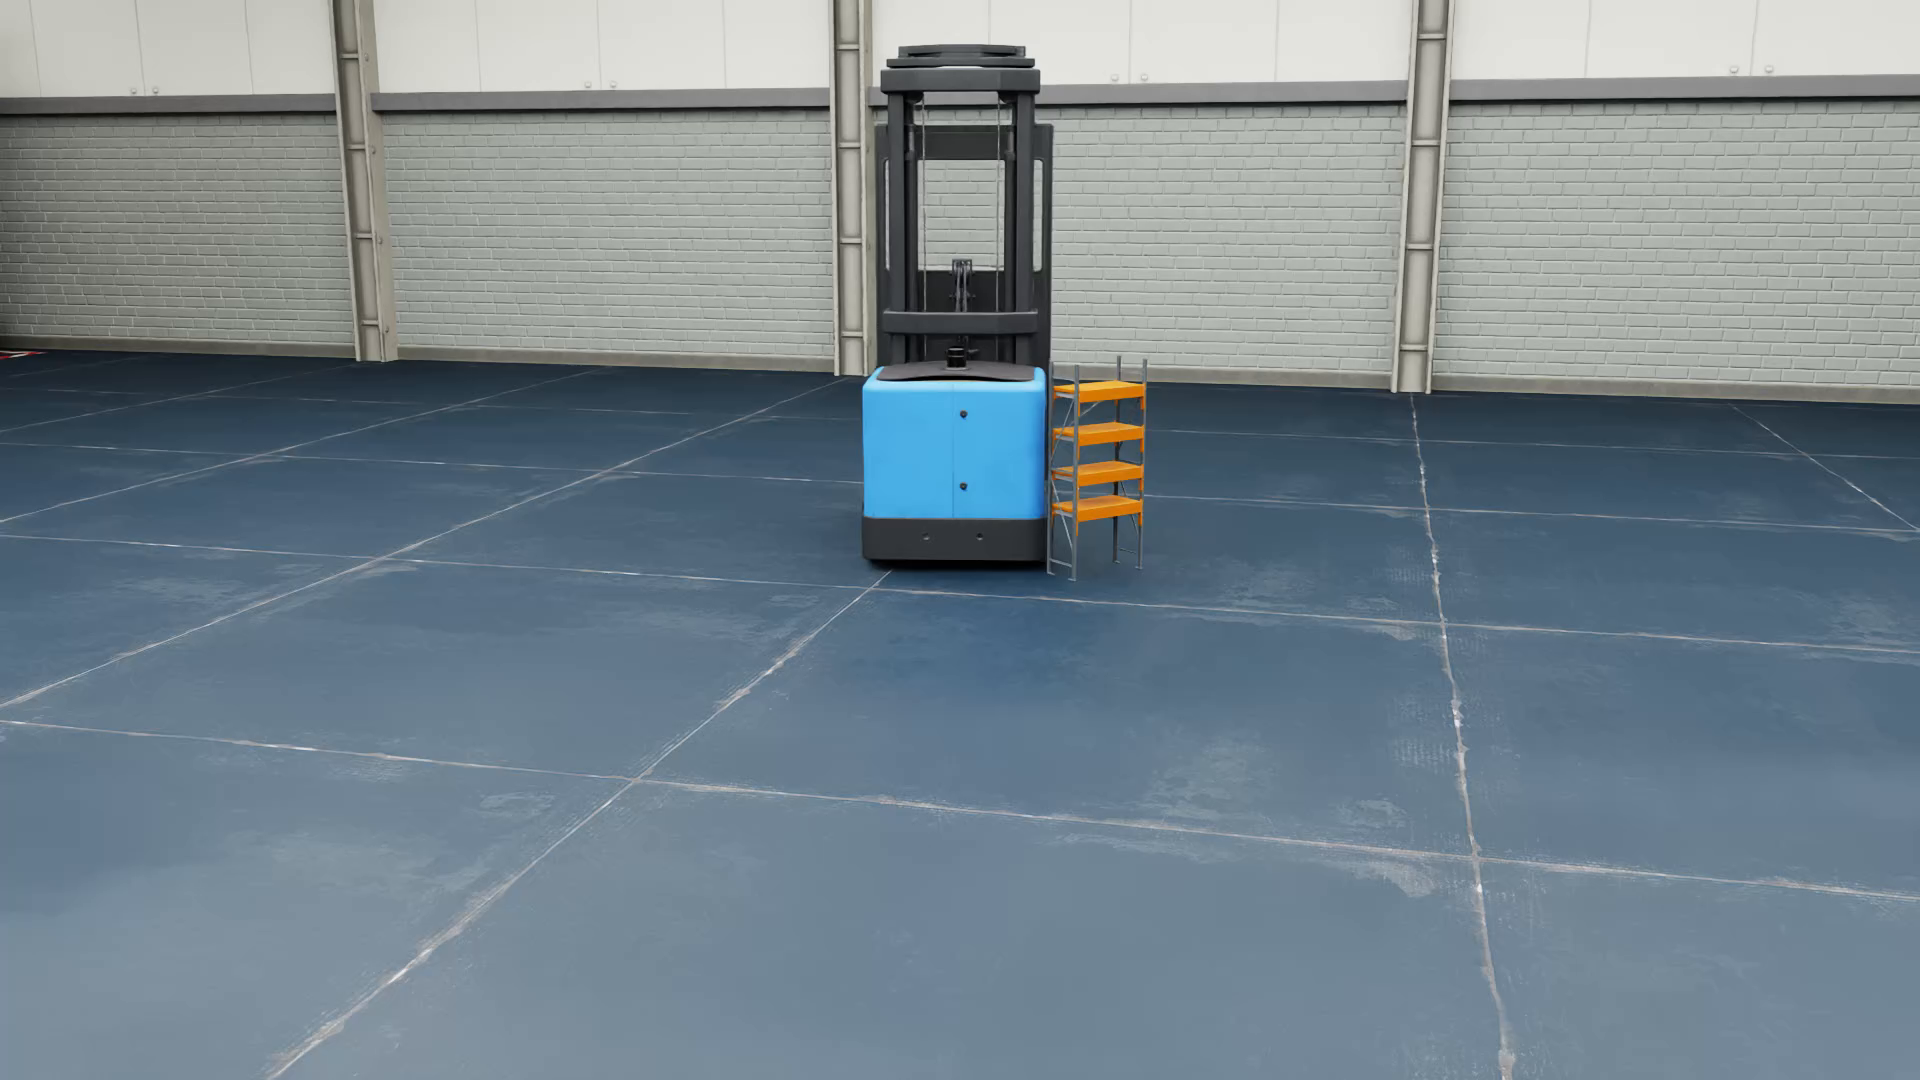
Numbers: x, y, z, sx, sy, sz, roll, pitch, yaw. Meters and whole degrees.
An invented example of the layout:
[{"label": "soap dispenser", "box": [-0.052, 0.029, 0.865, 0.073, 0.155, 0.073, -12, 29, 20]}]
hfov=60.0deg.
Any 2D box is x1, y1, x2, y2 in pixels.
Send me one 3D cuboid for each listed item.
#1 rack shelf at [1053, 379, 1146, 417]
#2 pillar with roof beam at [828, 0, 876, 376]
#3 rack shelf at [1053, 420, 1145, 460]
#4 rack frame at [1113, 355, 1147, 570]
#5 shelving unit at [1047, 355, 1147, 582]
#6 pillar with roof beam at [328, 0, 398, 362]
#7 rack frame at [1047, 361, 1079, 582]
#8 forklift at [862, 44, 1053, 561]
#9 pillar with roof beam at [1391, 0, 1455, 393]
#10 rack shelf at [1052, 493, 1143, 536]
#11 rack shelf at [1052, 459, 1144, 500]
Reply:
[{"label": "rack shelf", "box": [0.764, -0.791, 9.215, 0.480, 0.148, 0.258, -9, 15, -35]}, {"label": "pillar with roof beam", "box": [-2.202, -5.339, 13.522, 0.400, 9.000, 9.100, 3, 13, 14]}, {"label": "rack shelf", "box": [0.764, -0.560, 9.266, 0.480, 0.148, 0.258, -9, 15, -35]}, {"label": "rack frame", "box": [0.962, -0.438, 9.439, 0.015, 1.200, 0.240, -9, 15, -35]}, {"label": "shelving unit", "box": [0.764, -0.407, 9.300, 0.503, 1.200, 0.258, -9, 15, -35]}, {"label": "pillar with roof beam", "box": [-8.027, -5.650, 14.925, 0.400, 9.000, 9.100, 3, 13, 14]}, {"label": "rack frame", "box": [0.566, -0.377, 9.161, 0.015, 1.200, 0.240, -9, 15, -35]}, {"label": "forklift", "box": [0.038, -1.574, 10.561, 1.130, 2.935, 3.031, 1, 13, 3]}, {"label": "pillar with roof beam", "box": [3.623, -5.028, 12.118, 0.400, 9.000, 9.100, 3, 13, 14]}, {"label": "rack shelf", "box": [0.764, -0.148, 9.358, 0.480, 0.148, 0.258, -9, 15, -35]}, {"label": "rack shelf", "box": [0.764, -0.342, 9.315, 0.480, 0.148, 0.258, -9, 15, -35]}]
